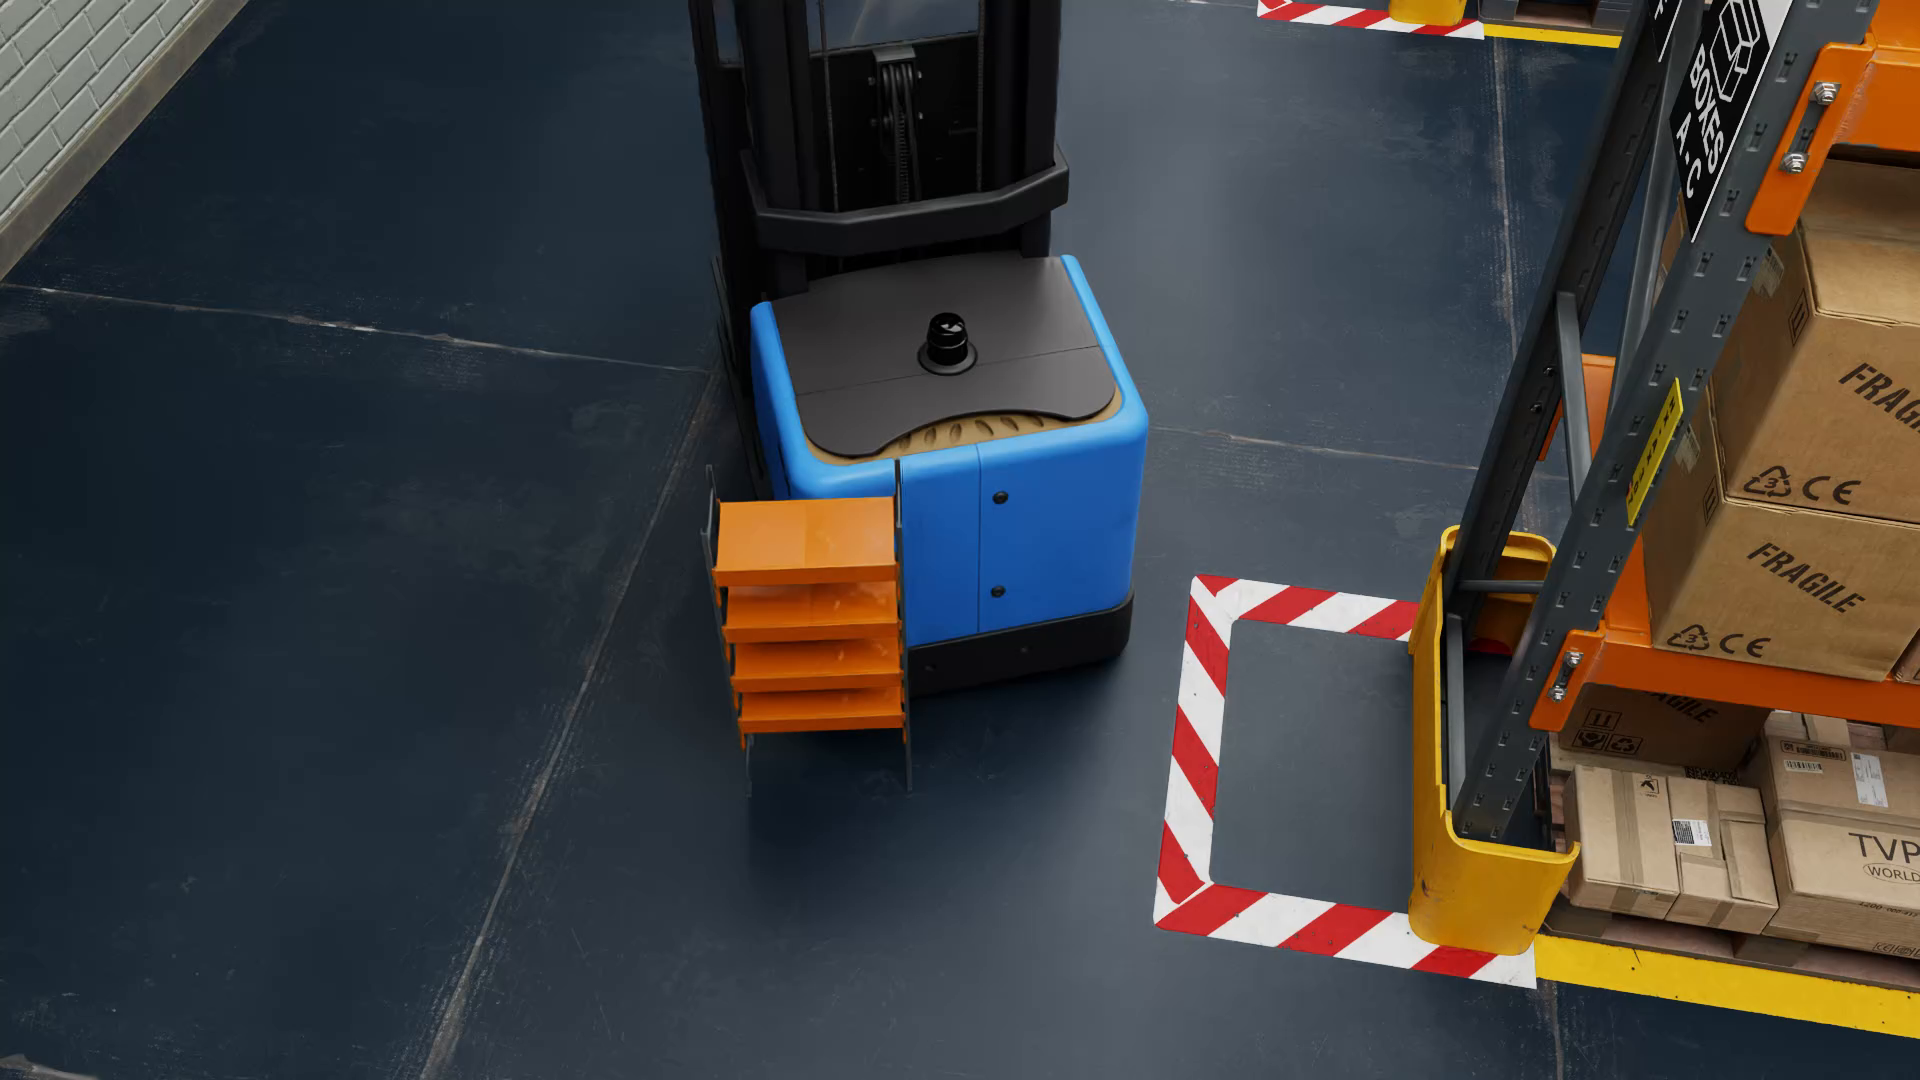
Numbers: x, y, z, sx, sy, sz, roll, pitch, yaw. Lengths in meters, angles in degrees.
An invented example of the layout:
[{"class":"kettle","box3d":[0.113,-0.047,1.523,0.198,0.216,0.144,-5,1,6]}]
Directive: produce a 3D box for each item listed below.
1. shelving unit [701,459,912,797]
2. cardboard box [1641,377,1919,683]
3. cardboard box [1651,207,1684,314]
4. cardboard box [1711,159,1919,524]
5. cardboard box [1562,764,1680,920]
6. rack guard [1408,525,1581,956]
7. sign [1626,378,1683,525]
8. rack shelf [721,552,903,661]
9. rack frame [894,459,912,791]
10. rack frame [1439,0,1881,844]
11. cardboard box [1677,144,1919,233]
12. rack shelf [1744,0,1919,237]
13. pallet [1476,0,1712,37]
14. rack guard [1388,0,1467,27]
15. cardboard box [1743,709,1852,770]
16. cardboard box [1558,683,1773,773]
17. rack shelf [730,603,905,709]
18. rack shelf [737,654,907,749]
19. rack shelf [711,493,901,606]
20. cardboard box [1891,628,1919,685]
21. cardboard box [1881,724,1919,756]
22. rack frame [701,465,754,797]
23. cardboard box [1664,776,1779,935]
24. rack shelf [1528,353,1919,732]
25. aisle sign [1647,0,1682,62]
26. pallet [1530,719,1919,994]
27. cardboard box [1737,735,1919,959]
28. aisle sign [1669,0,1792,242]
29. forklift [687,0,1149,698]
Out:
[{"class":"shelving unit","box3d":[-0.402,0.285,4.686,0.503,1.200,0.258,-2,49,-2]},{"class":"cardboard box","box3d":[1.864,-0.063,3.723,0.500,0.500,0.500,9,49,8]},{"class":"cardboard box","box3d":[1.963,-0.454,4.075,0.500,0.500,0.500,9,49,8]},{"class":"cardboard box","box3d":[1.864,-0.397,3.351,0.500,0.500,0.500,9,49,8]},{"class":"cardboard box","box3d":[1.825,0.832,4.607,0.250,0.149,0.380,8,49,7]},{"class":"rack guard","box3d":[1.549,0.564,4.907,0.348,0.500,1.175,8,49,7]},{"class":"sign","box3d":[1.378,-0.173,3.307,0.005,0.325,0.100,8,49,7]},{"class":"rack shelf","box3d":[-0.402,0.181,4.569,0.480,0.148,0.258,-2,49,-2]},{"class":"rack frame","box3d":[-0.158,0.277,4.694,0.015,1.200,0.240,-2,49,-2]},{"class":"rack frame","box3d":[1.474,-0.281,3.986,0.127,3.000,1.000,8,49,7]},{"class":"cardboard box","box3d":[1.961,-0.791,3.705,0.500,0.500,0.500,7,48,6]},{"class":"rack shelf","box3d":[3.442,-0.779,2.900,4.000,0.370,1.077,8,49,7]},{"class":"pallet","box3d":[3.164,-2.837,8.157,1.213,0.211,1.003,8,49,7]},{"class":"rack guard","box3d":[2.333,-3.064,8.167,0.348,0.500,1.175,8,49,7]},{"class":"cardboard box","box3d":[2.436,0.530,4.866,0.250,0.166,0.380,8,49,7]},{"class":"cardboard box","box3d":[2.053,0.299,4.849,0.500,0.500,0.500,8,49,7]},{"class":"rack shelf","box3d":[-0.402,0.330,4.736,0.480,0.148,0.258,-2,49,-2]},{"class":"rack shelf","box3d":[-0.402,0.461,4.885,0.480,0.148,0.258,-2,49,-2]},{"class":"rack shelf","box3d":[-0.401,0.024,4.392,0.480,0.148,0.258,-2,49,-2]},{"class":"cardboard box","box3d":[2.373,0.002,3.665,0.500,0.500,0.500,7,48,6]},{"class":"cardboard box","box3d":[2.983,0.530,4.810,0.500,0.250,0.500,8,49,7]},{"class":"rack frame","box3d":[-0.645,0.293,4.678,0.015,1.200,0.240,-2,49,-2]},{"class":"cardboard box","box3d":[2.071,0.859,4.571,0.250,0.166,0.380,8,49,7]},{"class":"rack shelf","box3d":[3.442,0.224,4.016,4.000,0.370,1.077,8,49,7]},{"class":"aisle sign","box3d":[1.462,-1.383,3.229,0.004,0.787,0.394,8,49,7]},{"class":"pallet","box3d":[2.334,0.766,4.920,1.213,0.211,1.003,8,49,7]},{"class":"cardboard box","box3d":[2.451,0.837,4.534,0.500,0.250,0.500,8,49,7]},{"class":"aisle sign","box3d":[1.355,-0.944,2.834,0.004,0.787,0.394,8,49,7]},{"class":"forklift","box3d":[-0.301,-1.571,5.191,1.130,2.935,3.031,-10,49,-9]}]
